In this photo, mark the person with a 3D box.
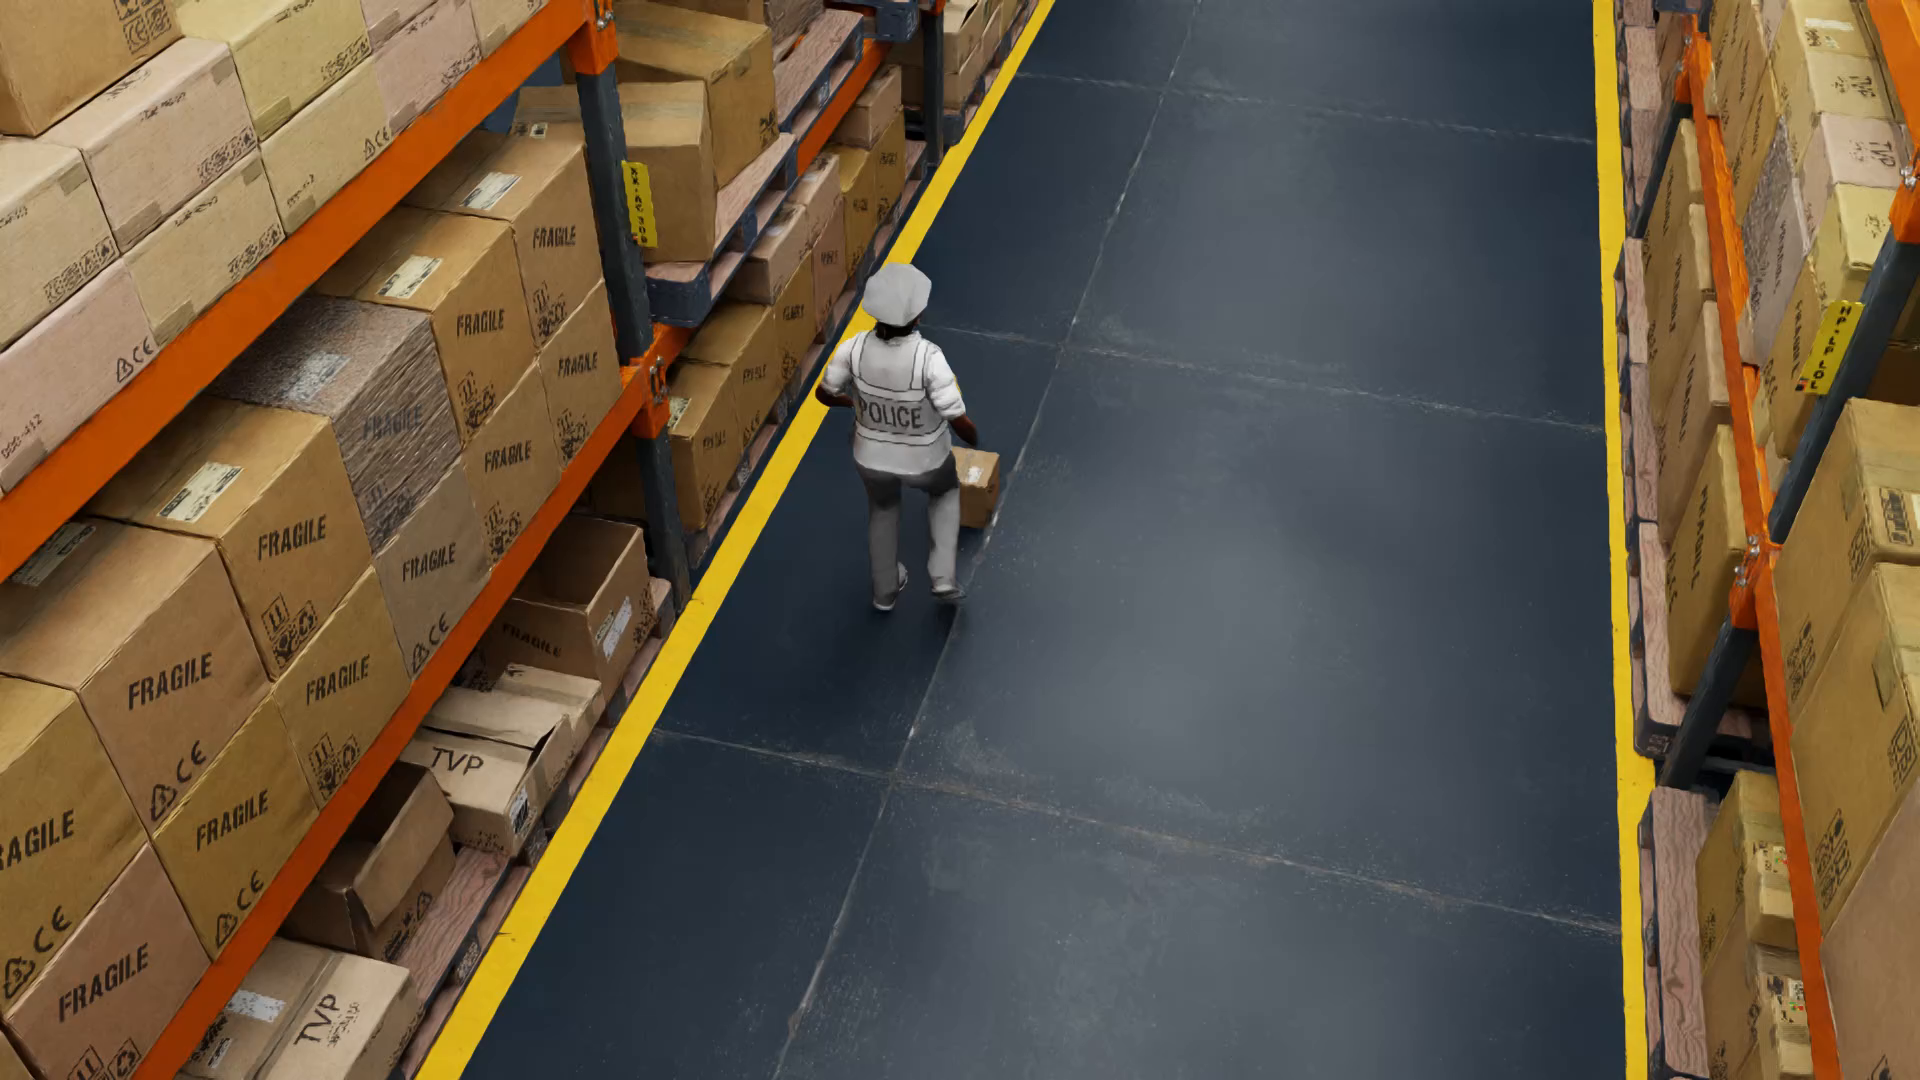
[{"bbox_3d":[-0.230,-0.394,6.610,0.639,1.672,0.467,6,42,7],"label":"person"}]
